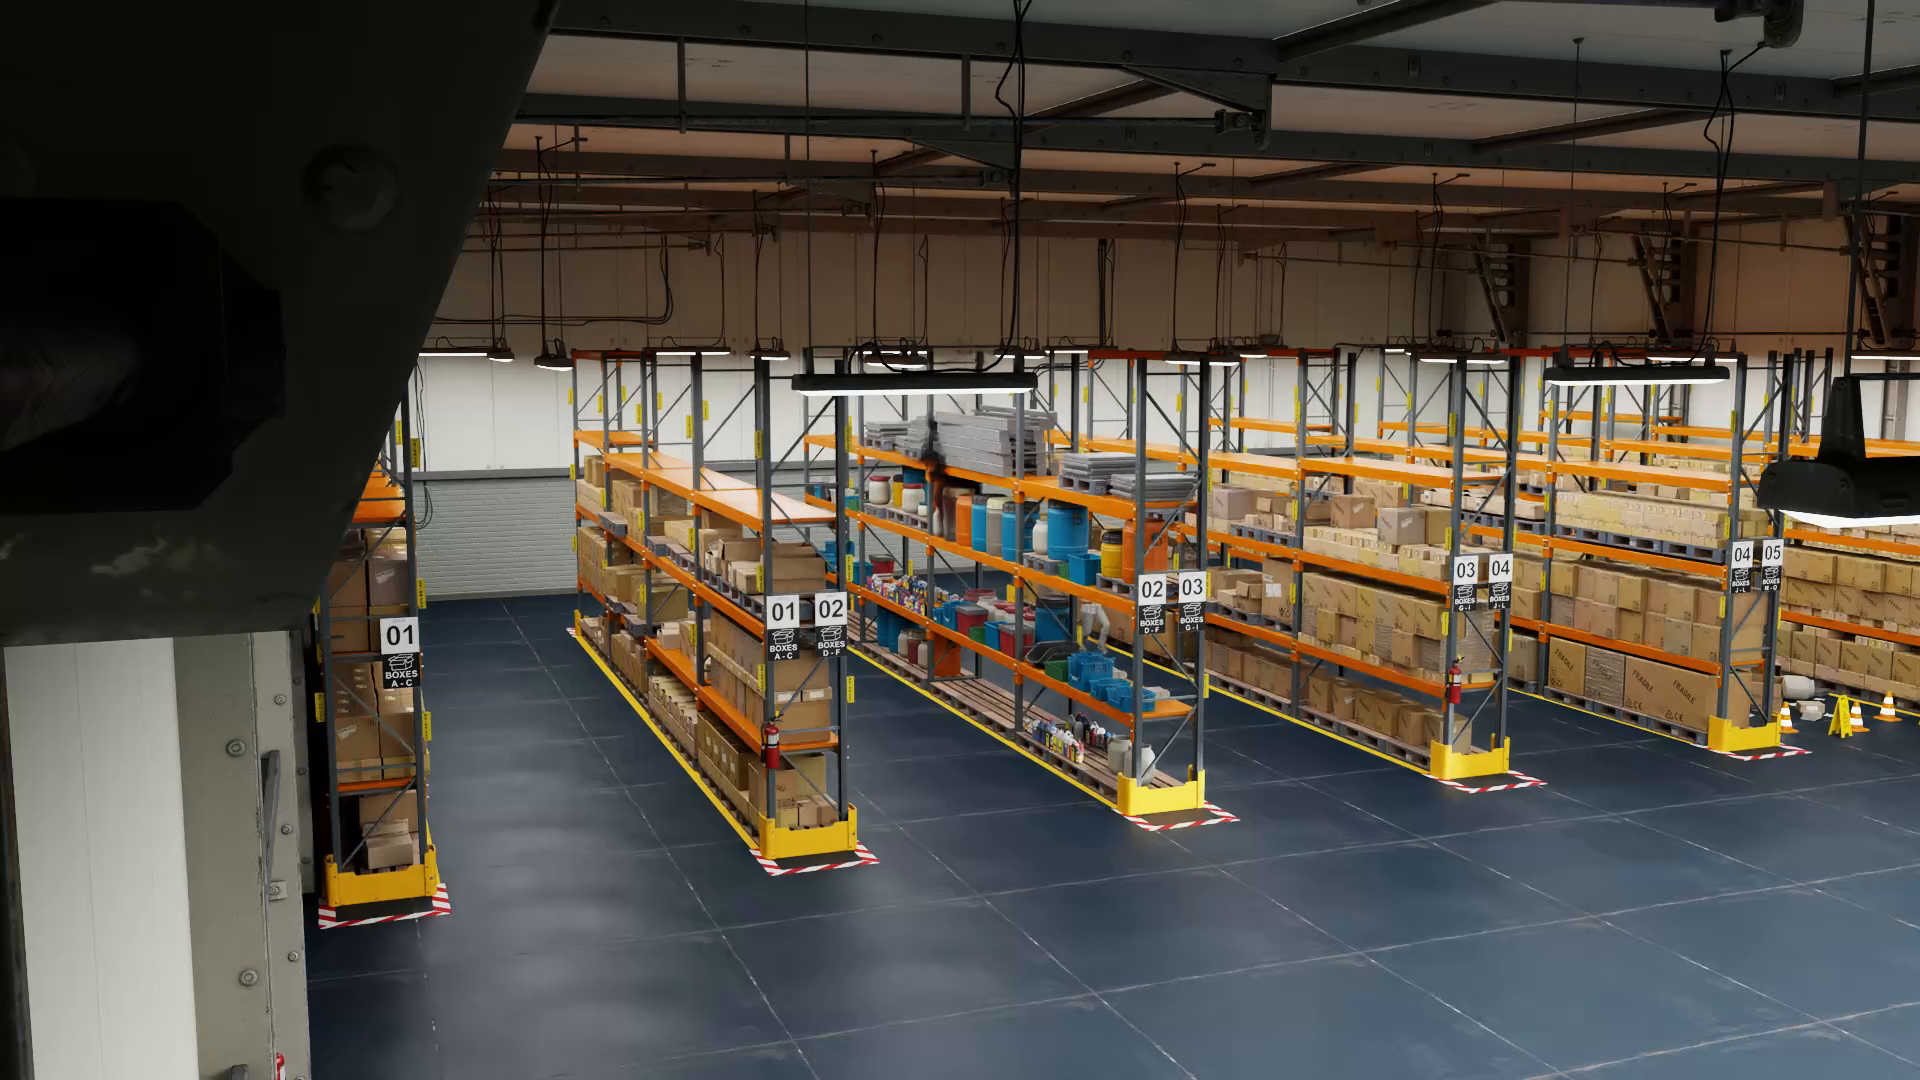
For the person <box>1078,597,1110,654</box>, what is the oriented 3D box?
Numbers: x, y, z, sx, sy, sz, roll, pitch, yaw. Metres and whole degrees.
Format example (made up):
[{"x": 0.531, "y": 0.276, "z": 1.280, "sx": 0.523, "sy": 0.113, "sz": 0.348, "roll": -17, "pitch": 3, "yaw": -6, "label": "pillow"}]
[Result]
[{"x": 2.529, "y": 1.383, "z": 31.953, "sx": 0.604, "sy": 1.614, "sz": 0.893, "roll": -3, "pitch": 8, "yaw": -24, "label": "person"}]
